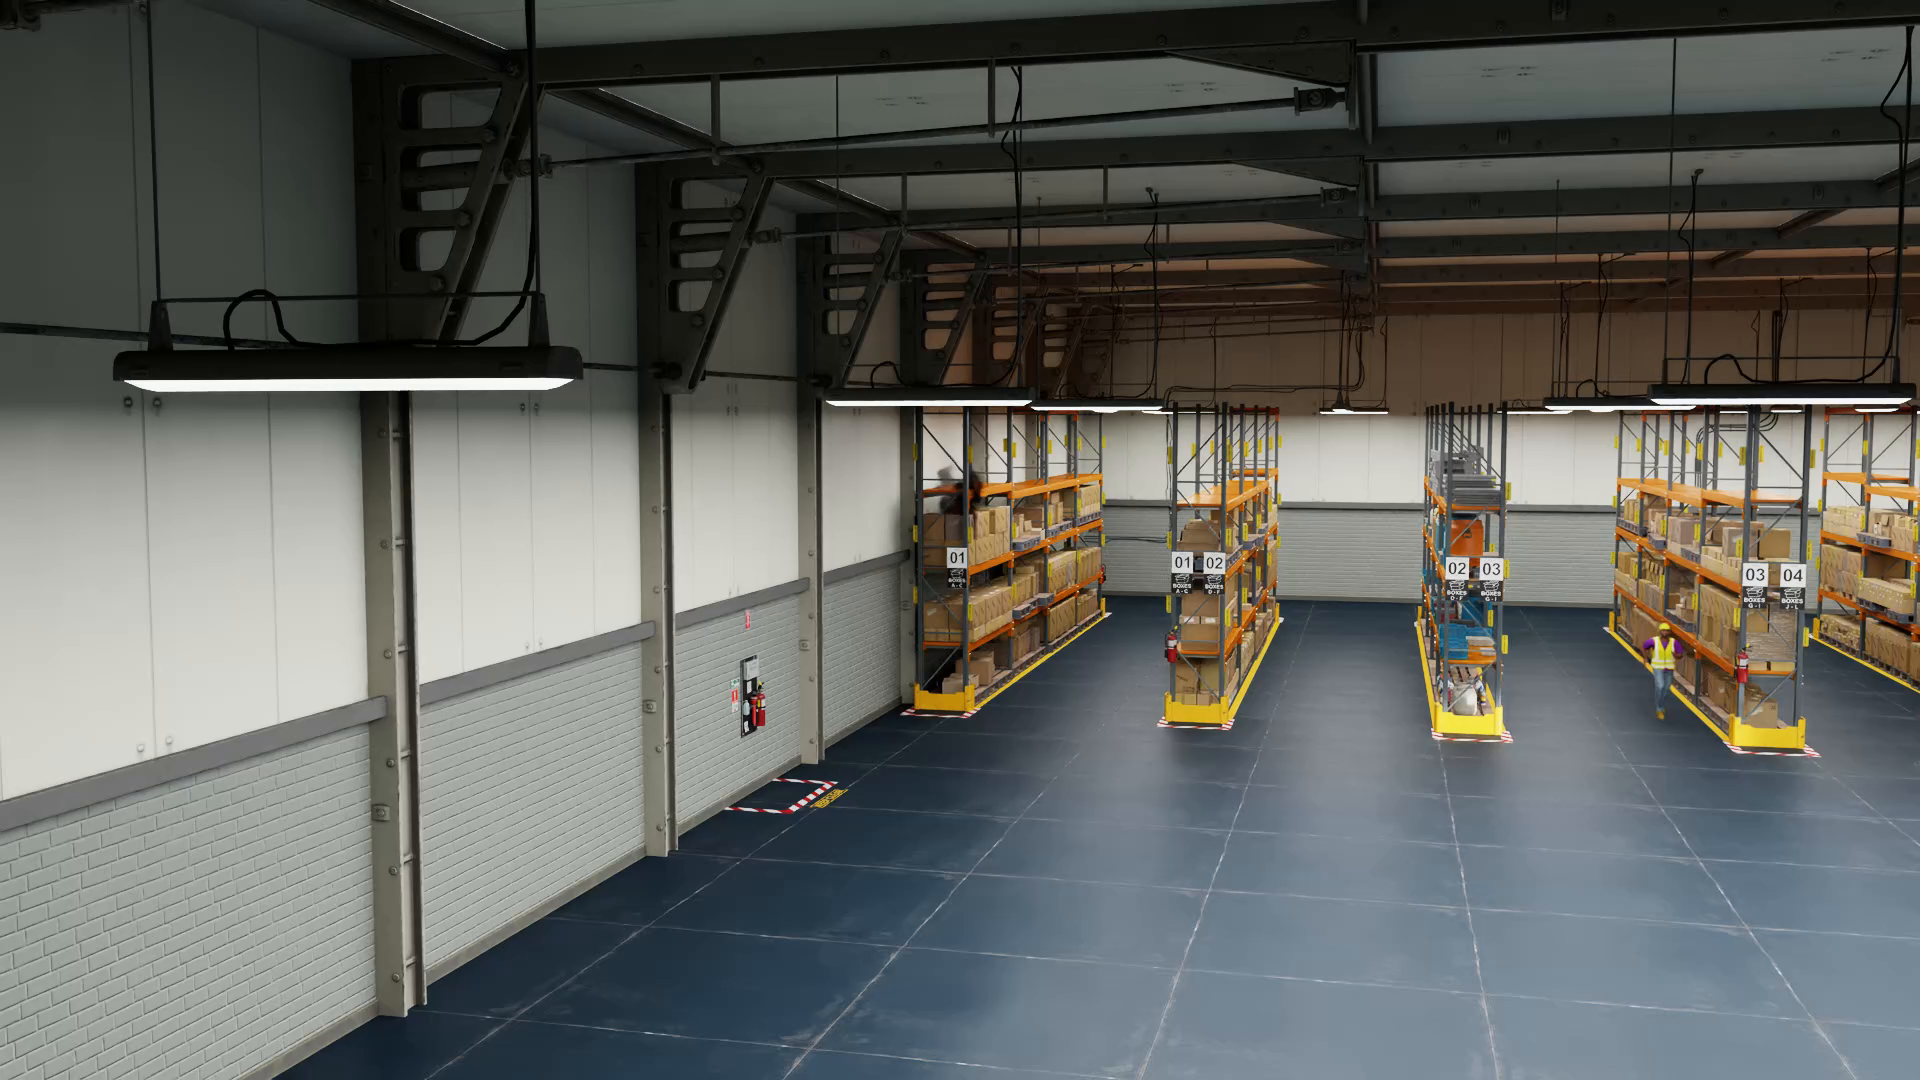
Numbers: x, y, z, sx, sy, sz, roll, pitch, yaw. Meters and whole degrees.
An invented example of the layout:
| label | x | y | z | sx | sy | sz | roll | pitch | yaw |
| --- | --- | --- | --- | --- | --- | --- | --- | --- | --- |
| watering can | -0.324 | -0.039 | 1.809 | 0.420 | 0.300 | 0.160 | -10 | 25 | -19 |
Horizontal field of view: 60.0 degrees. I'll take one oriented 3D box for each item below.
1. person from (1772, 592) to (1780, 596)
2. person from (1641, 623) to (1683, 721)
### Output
| label | x | y | z | sx | sy | sz | roll | pitch | yaw |
| --- | --- | --- | --- | --- | --- | --- | --- | --- | --- |
| person | 20.815 | 1.719 | 42.601 | 0.678 | 1.718 | 0.605 | 2 | 5 | 26 |
| person | 13.414 | 2.487 | 31.732 | 0.677 | 1.821 | 0.820 | 0 | 4 | 6 |
